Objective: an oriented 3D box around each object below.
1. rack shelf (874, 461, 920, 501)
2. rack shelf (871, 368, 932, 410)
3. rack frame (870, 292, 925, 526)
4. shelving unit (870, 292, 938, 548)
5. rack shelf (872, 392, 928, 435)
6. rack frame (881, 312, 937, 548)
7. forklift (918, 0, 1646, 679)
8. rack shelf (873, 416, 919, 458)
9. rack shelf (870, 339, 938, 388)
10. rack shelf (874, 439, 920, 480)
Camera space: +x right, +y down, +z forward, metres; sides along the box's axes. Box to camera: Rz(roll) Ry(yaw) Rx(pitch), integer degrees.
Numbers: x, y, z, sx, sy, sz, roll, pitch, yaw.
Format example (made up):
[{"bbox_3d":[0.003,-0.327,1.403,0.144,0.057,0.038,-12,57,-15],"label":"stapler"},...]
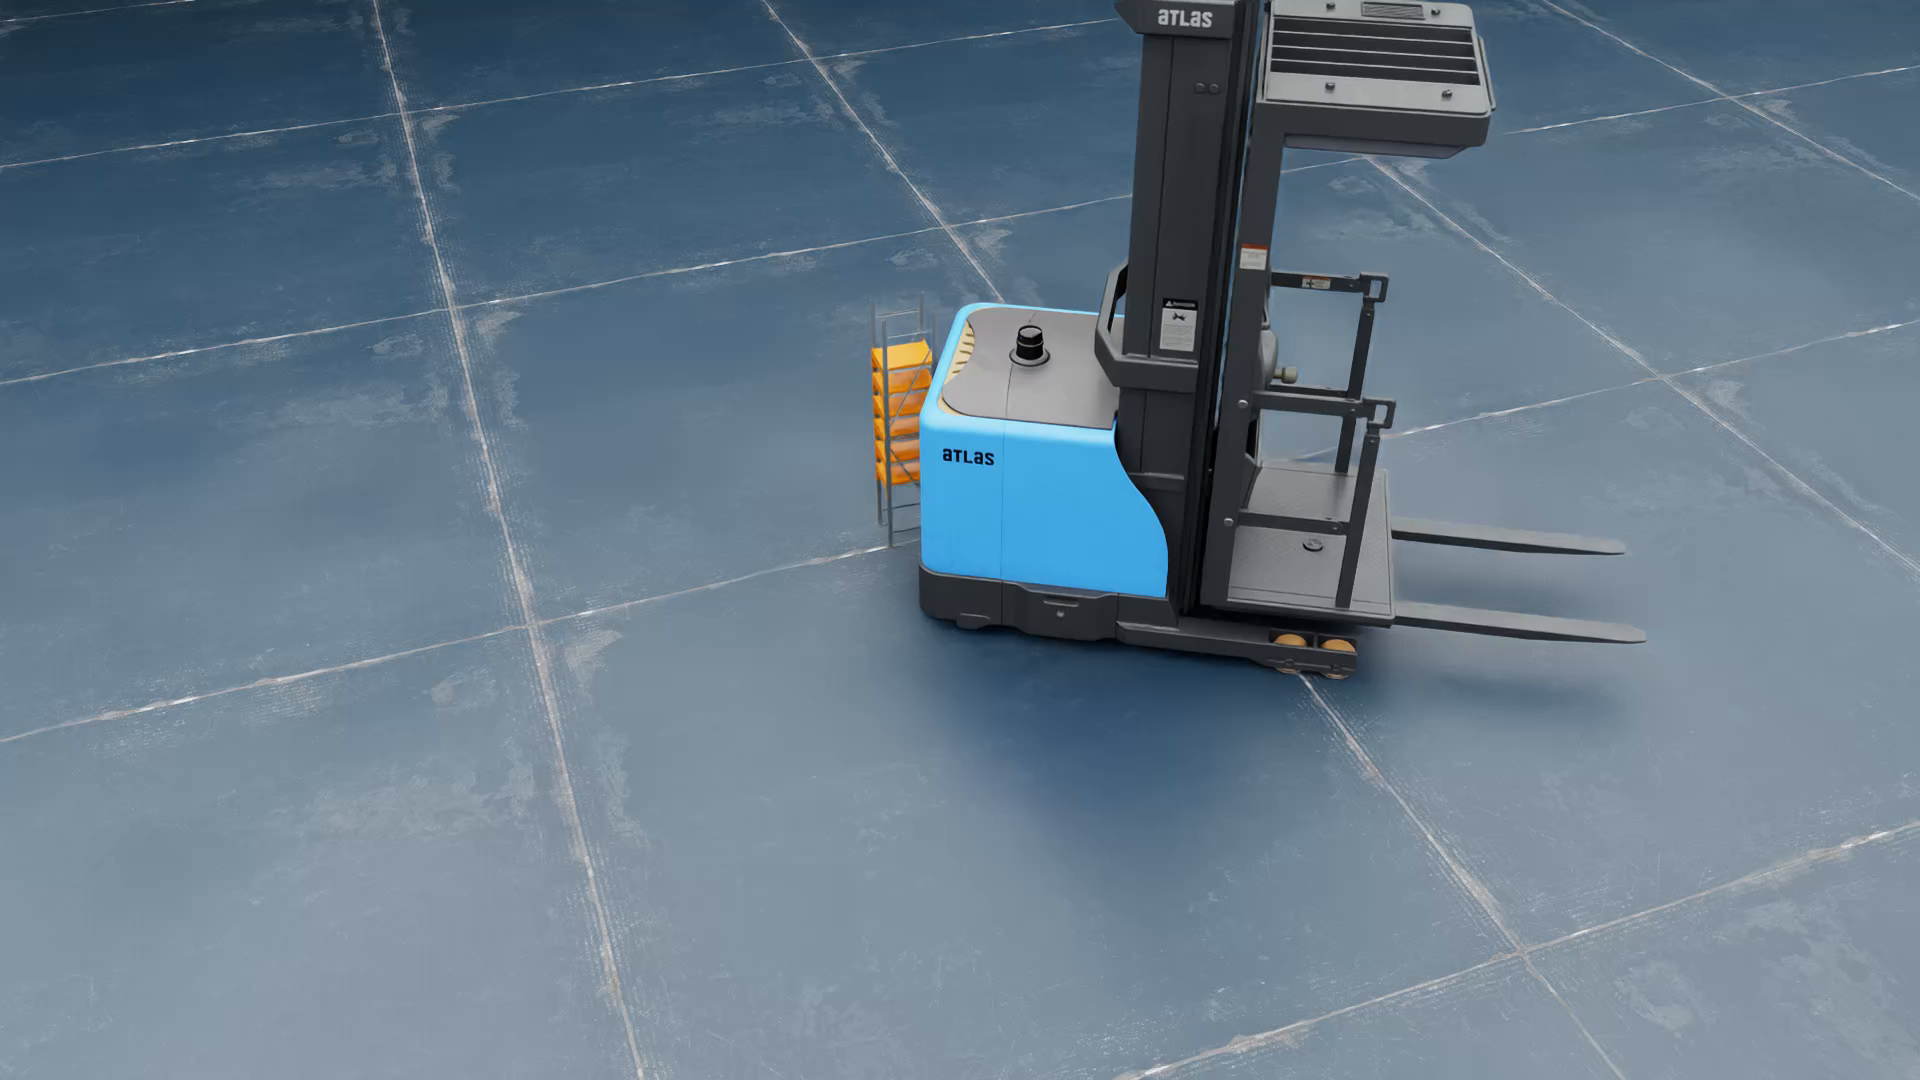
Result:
[{"bbox_3d":[-0.243,-0.290,7.611,0.258,0.103,0.180,-11,38,-14],"label":"rack shelf"},{"bbox_3d":[-0.243,-0.673,7.322,0.258,0.103,0.180,-11,38,-14],"label":"rack shelf"},{"bbox_3d":[-0.271,-0.570,7.509,0.240,1.200,0.006,-11,38,-14],"label":"rack frame"},{"bbox_3d":[-0.243,-0.517,7.439,0.258,1.200,0.189,-11,38,-14],"label":"shelving unit"},{"bbox_3d":[-0.243,-0.578,7.394,0.258,0.103,0.180,-11,38,-14],"label":"rack shelf"},{"bbox_3d":[-0.215,-0.465,7.370,0.240,1.200,0.006,-11,38,-14],"label":"rack frame"},{"bbox_3d":[1.389,-0.936,6.557,3.031,2.935,1.130,6,37,8],"label":"forklift"},{"bbox_3d":[-0.243,-0.482,7.466,0.258,0.103,0.180,-11,38,-14],"label":"rack shelf"},{"bbox_3d":[-0.243,-0.769,7.250,0.258,0.103,0.180,-11,38,-14],"label":"rack shelf"},{"bbox_3d":[-0.243,-0.386,7.538,0.258,0.103,0.180,-11,38,-14],"label":"rack shelf"}]
